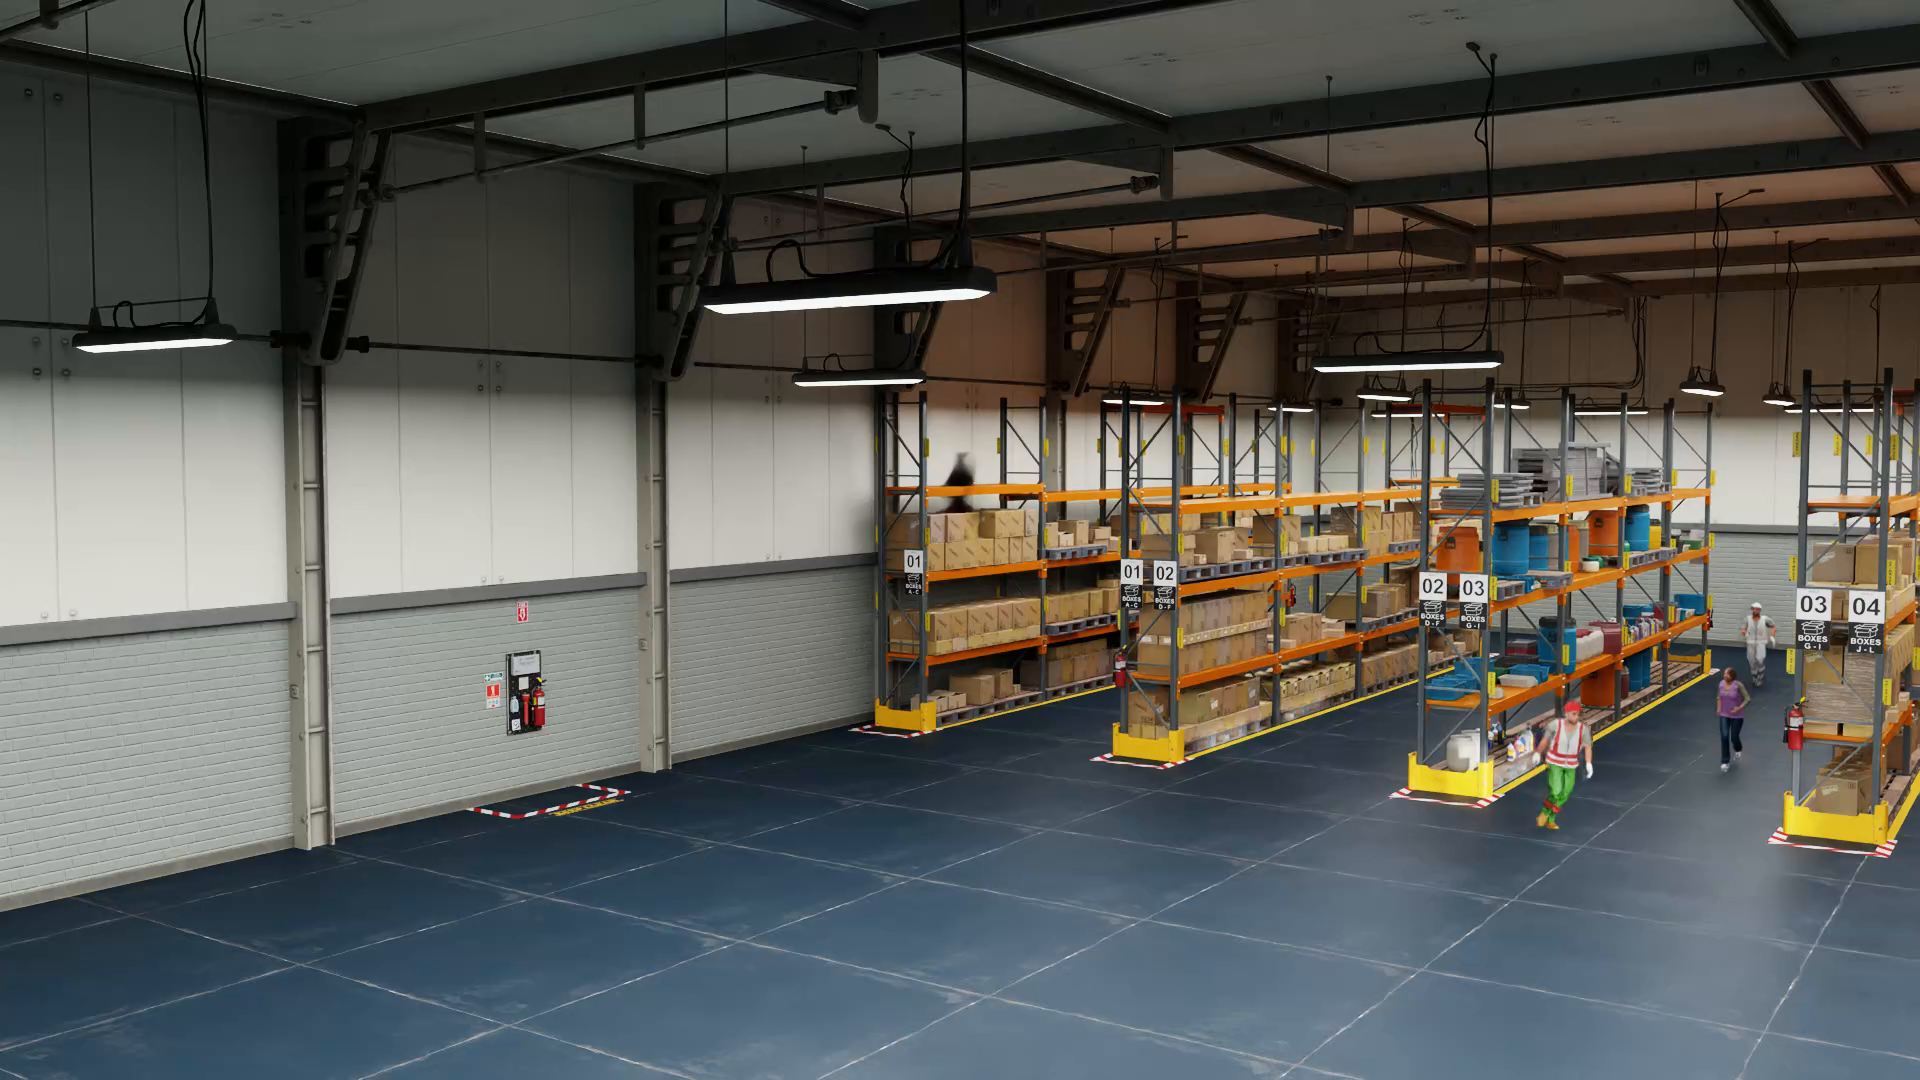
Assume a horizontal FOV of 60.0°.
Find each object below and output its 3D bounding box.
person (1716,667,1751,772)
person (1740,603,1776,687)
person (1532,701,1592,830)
[{"bbox_3d":[12.048,2.776,25.909,0.533,1.626,0.734,3,4,40],"label":"person"},{"bbox_3d":[16.615,2.186,34.661,0.652,1.766,0.768,2,4,35],"label":"person"},{"bbox_3d":[7.849,2.929,21.601,0.629,1.724,0.716,0,3,-2],"label":"person"}]
